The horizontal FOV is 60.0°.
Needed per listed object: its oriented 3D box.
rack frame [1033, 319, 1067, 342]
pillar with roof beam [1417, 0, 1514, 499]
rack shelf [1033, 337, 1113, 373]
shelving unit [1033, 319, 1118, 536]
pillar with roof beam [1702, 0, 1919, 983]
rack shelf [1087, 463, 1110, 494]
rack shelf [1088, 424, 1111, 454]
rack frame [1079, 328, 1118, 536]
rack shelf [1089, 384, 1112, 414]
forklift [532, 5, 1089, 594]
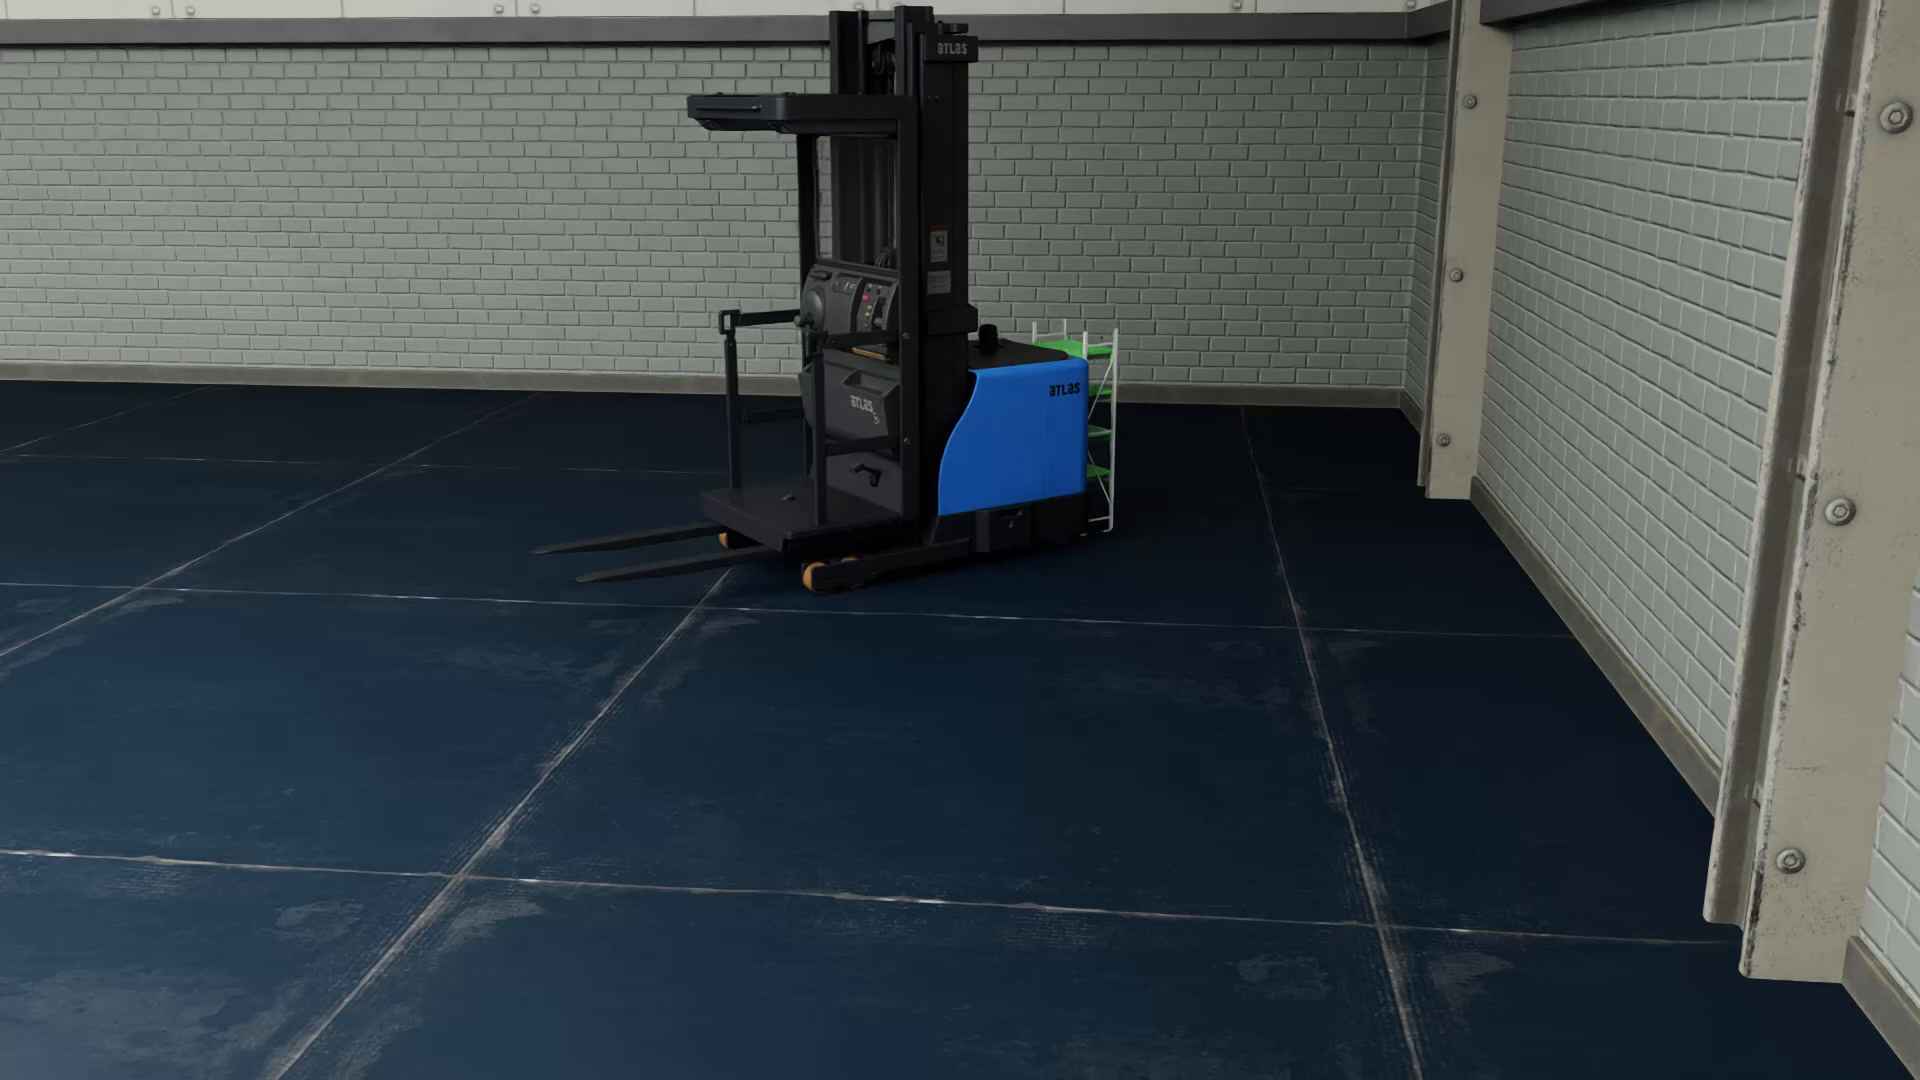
[{"bbox_3d":[0.534,-0.727,10.050,0.240,1.200,0.015,-10,18,-32],"label":"rack frame"},{"bbox_3d":[-1.115,-4.785,10.119,9.100,9.000,0.400,2,15,6],"label":"pillar with roof beam"},{"bbox_3d":[0.670,-1.075,9.746,0.258,0.148,0.480,-10,18,-32],"label":"rack shelf"},{"bbox_3d":[0.669,-0.674,9.854,0.258,1.200,0.503,-10,18,-32],"label":"shelving unit"},{"bbox_3d":[-1.792,-3.229,4.364,9.100,9.000,0.400,2,15,6],"label":"pillar with roof beam"},{"bbox_3d":[0.669,-0.380,9.933,0.258,0.148,0.480,-10,18,-32],"label":"rack shelf"},{"bbox_3d":[0.669,-0.612,9.871,0.258,0.148,0.480,-10,18,-32],"label":"rack shelf"},{"bbox_3d":[0.805,-0.621,9.658,0.240,1.200,0.015,-10,18,-32],"label":"rack frame"},{"bbox_3d":[0.670,-0.844,9.808,0.258,0.148,0.480,-10,18,-32],"label":"rack shelf"},{"bbox_3d":[-0.769,-1.290,8.817,3.031,2.935,1.130,-10,18,-32],"label":"forklift"}]
